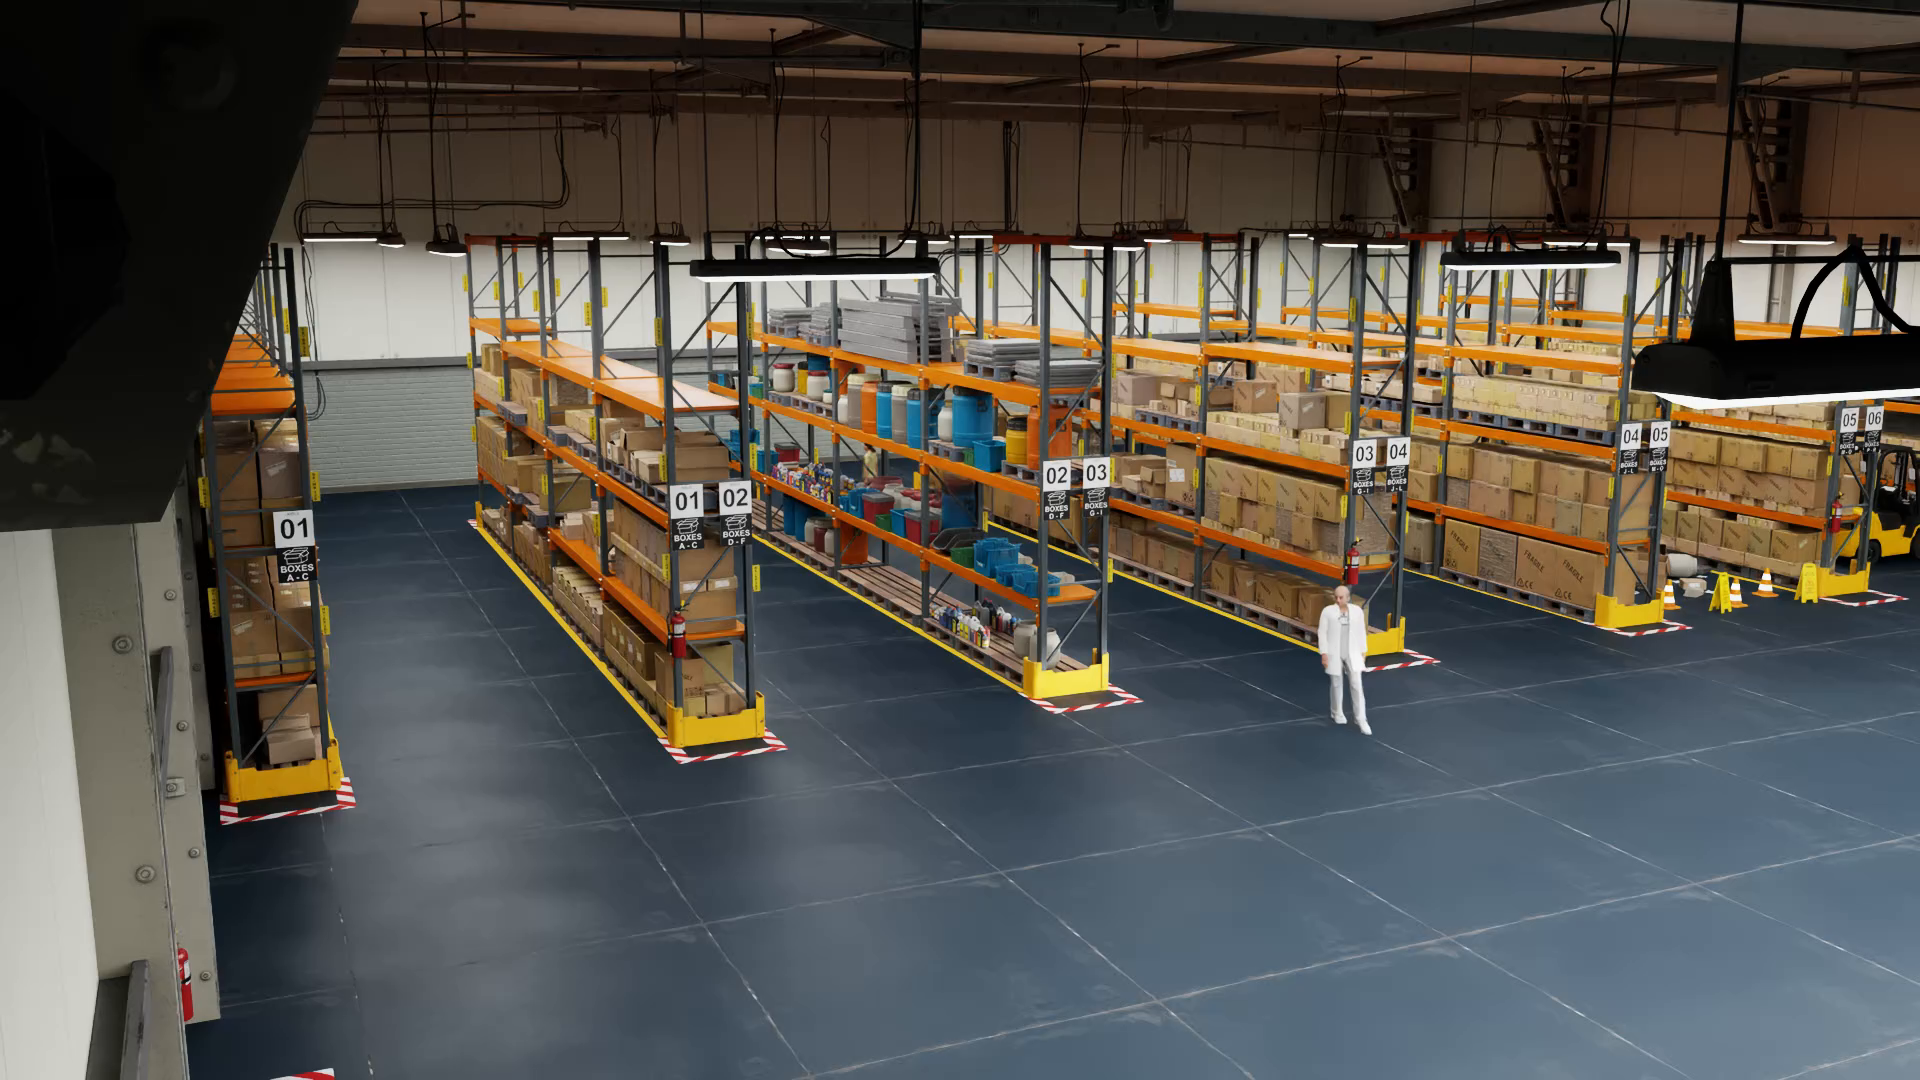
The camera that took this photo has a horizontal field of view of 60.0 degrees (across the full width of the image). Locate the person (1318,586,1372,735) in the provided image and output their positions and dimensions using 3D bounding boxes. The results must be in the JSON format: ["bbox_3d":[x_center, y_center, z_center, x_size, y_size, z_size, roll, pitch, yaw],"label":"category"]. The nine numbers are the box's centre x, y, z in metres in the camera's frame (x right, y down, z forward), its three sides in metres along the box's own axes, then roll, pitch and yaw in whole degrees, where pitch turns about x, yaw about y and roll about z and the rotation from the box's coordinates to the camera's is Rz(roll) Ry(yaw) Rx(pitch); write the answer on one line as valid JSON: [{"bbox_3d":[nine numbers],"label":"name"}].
[{"bbox_3d":[4.830,1.573,20.882,0.671,1.595,0.714,1,11,7],"label":"person"}]

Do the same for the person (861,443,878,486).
[{"bbox_3d":[-1.911,-1.302,35.455,0.465,1.670,0.496,6,13,30],"label":"person"}]
